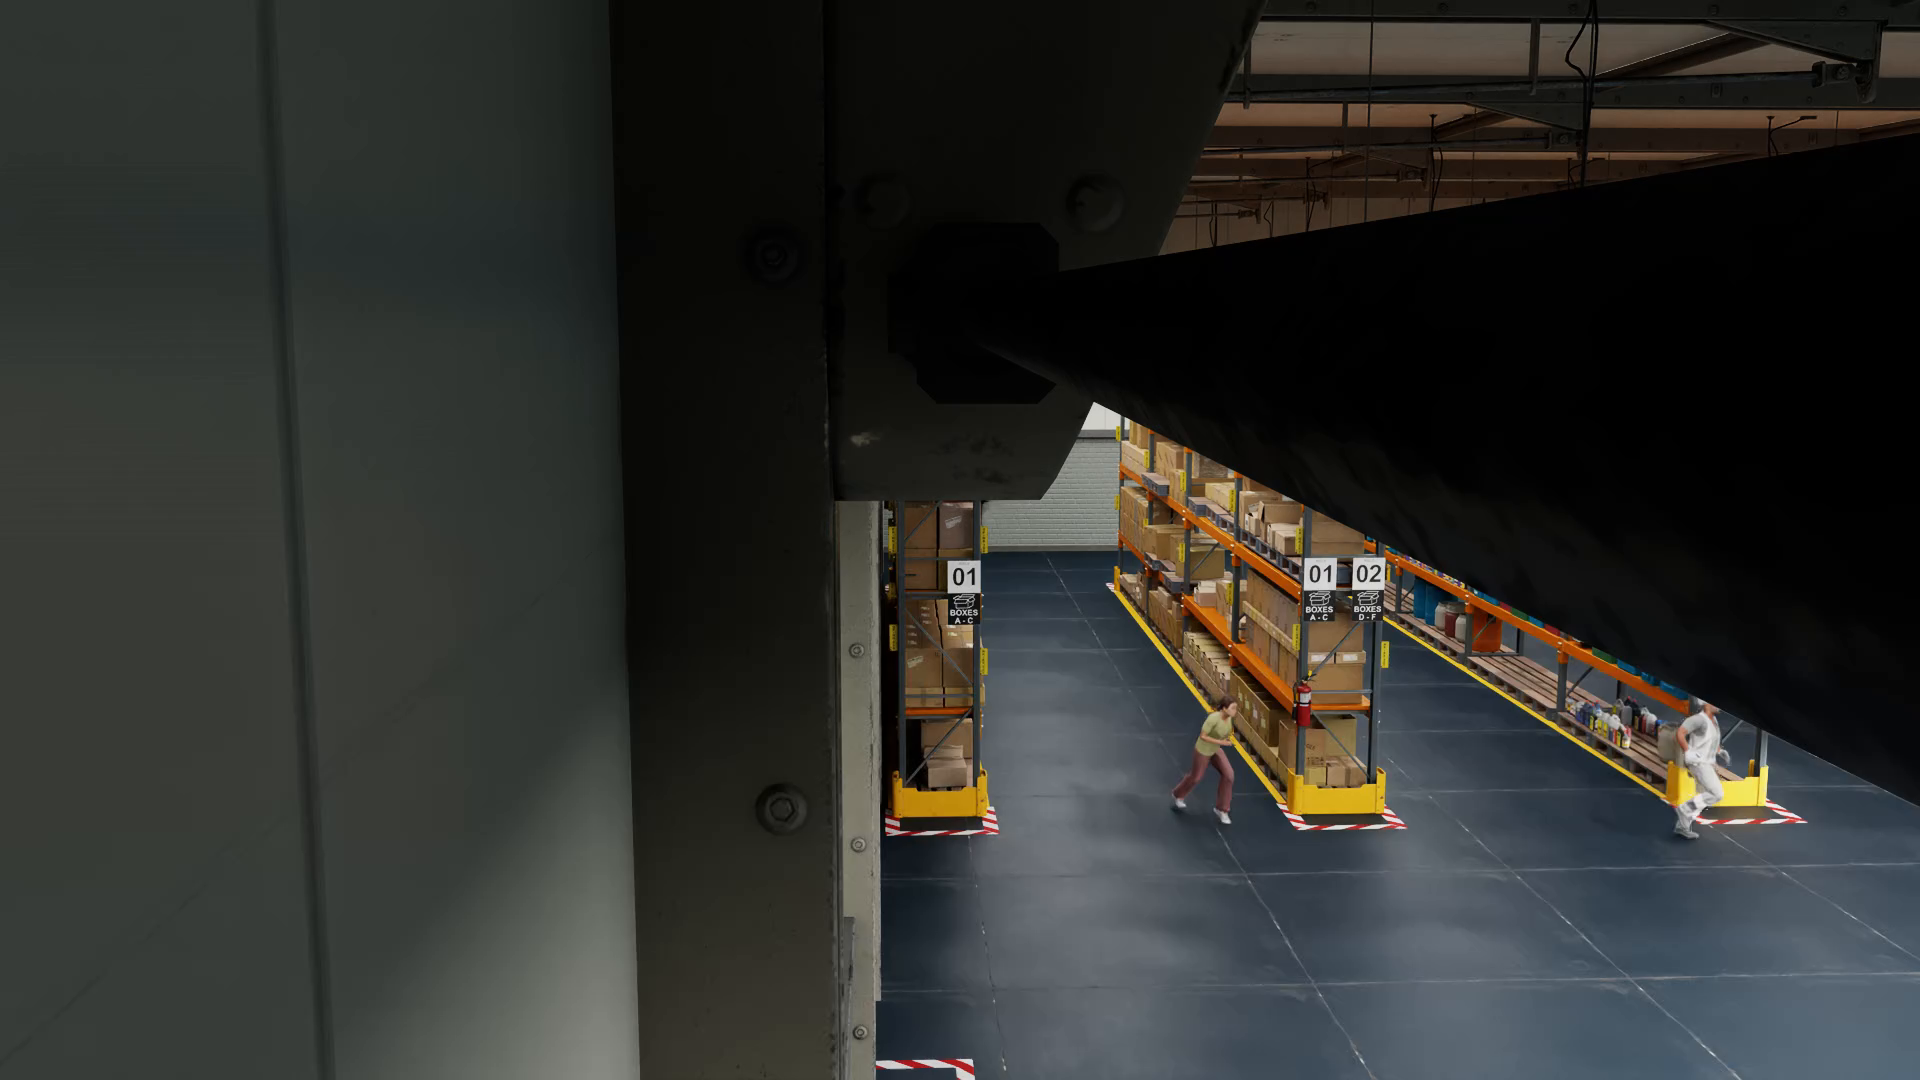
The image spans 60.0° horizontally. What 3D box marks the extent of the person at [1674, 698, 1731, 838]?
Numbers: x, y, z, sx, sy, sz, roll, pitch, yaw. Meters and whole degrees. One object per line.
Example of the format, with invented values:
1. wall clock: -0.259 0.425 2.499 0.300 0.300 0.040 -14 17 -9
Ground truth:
1. person: 8.847 2.653 19.730 0.542 1.715 0.678 7 11 40

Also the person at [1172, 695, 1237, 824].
1. person: 3.006 2.644 20.448 0.618 1.625 0.947 -8 12 -44
